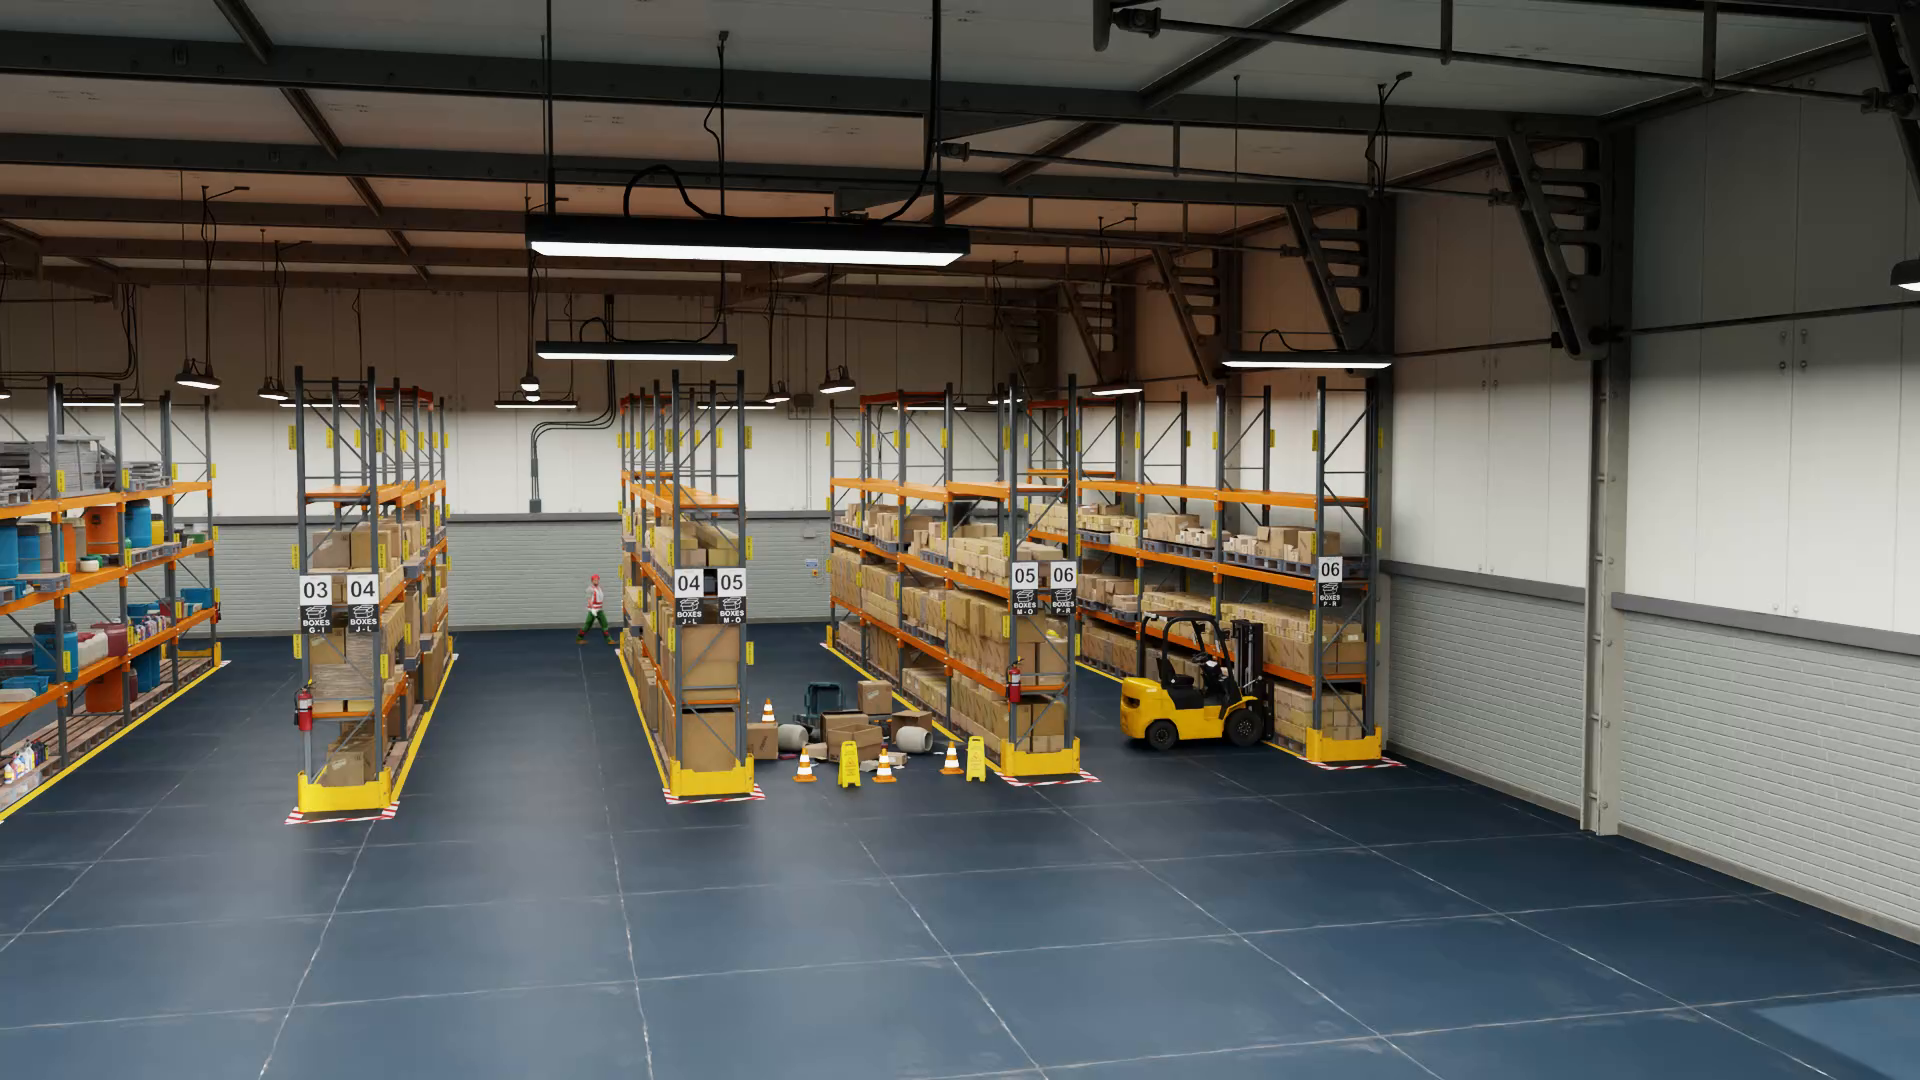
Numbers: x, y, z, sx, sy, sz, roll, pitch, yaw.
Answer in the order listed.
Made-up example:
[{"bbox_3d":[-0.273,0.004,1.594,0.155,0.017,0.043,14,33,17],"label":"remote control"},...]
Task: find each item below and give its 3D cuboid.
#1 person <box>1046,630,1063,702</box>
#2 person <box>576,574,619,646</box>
[{"bbox_3d":[1.559,2.407,29.779,0.625,1.629,0.856,-1,4,-20],"label":"person"},{"bbox_3d":[-8.852,1.711,40.493,1.041,1.751,0.627,1,4,14],"label":"person"}]
